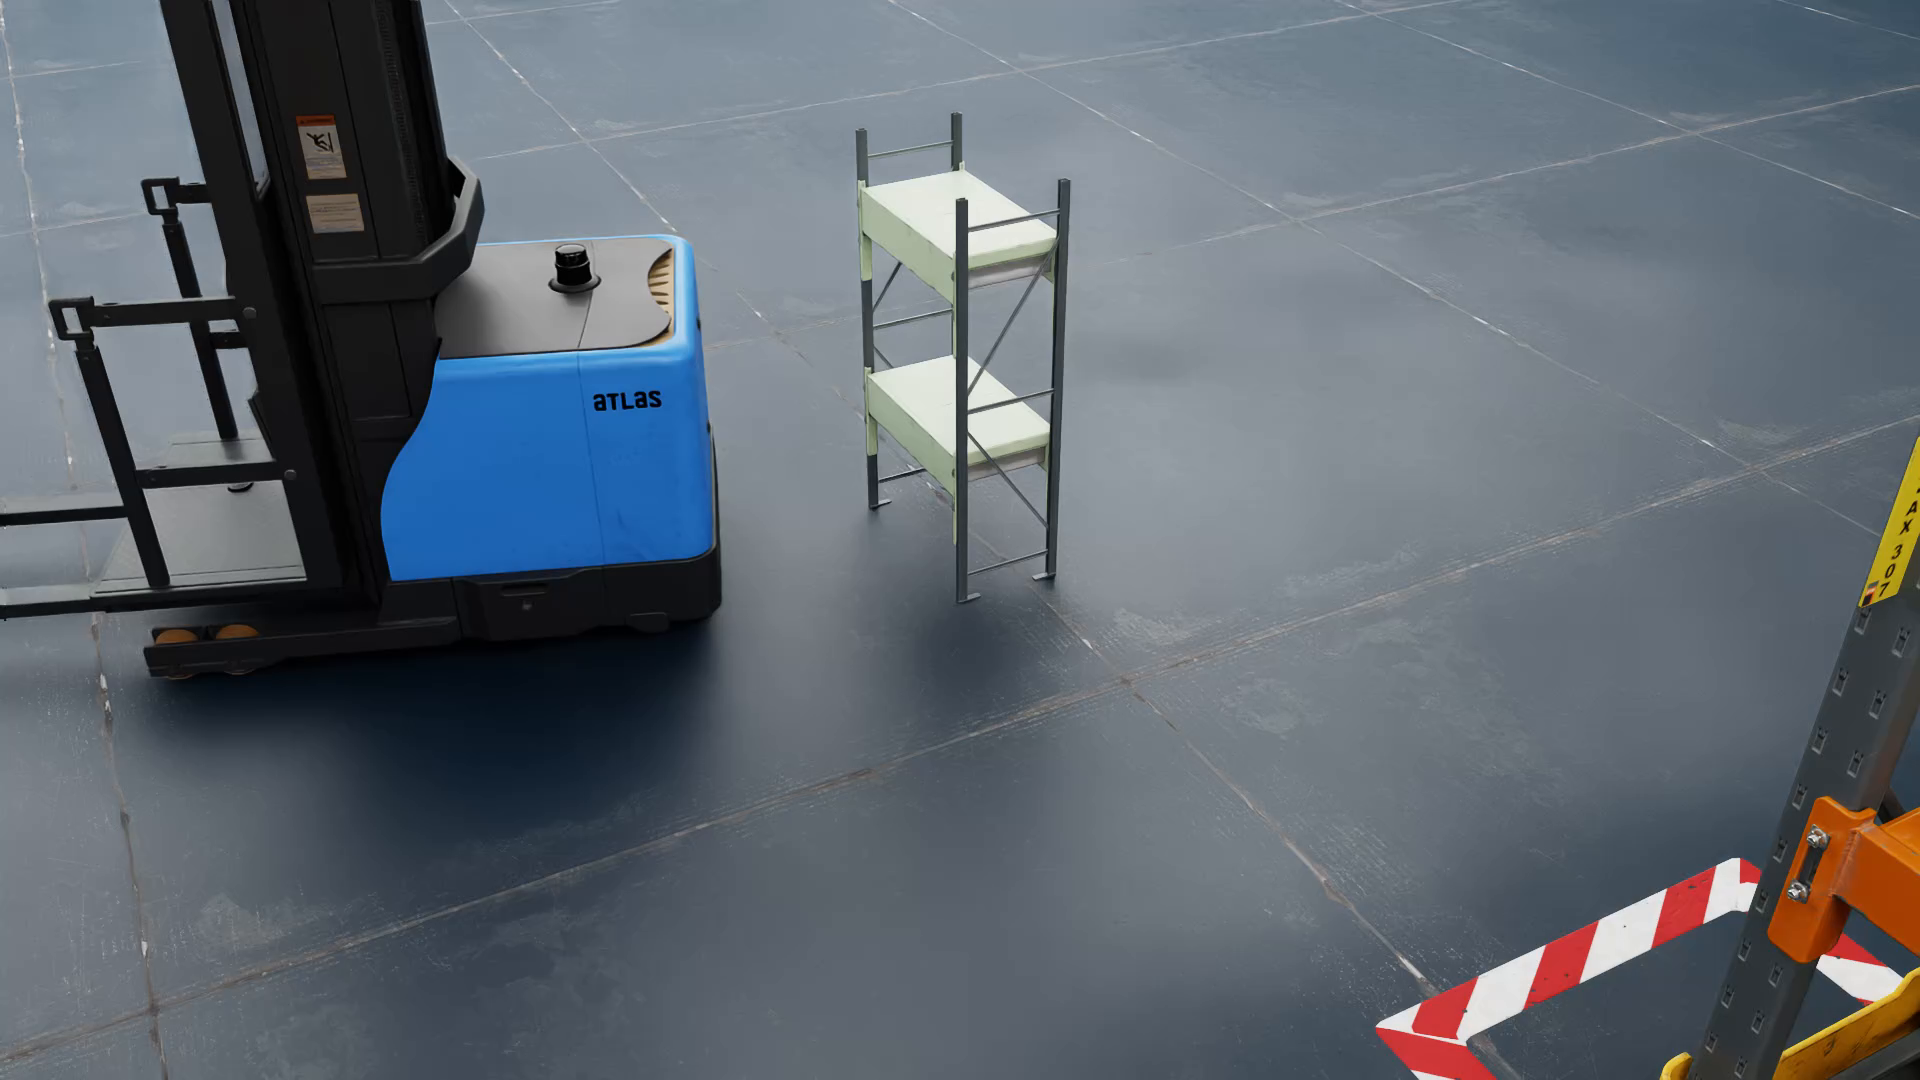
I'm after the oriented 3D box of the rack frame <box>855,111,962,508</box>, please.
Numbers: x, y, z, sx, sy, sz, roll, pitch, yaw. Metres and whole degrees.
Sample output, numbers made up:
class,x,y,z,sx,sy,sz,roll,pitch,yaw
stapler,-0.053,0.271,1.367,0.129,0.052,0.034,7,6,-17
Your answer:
class,x,y,z,sx,sy,sz,roll,pitch,yaw
rack frame,-0.174,-0.809,6.123,0.400,1.500,0.023,-16,36,-23

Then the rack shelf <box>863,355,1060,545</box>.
class,x,y,z,sx,sy,sz,roll,pitch,yaw
rack shelf,-0.003,-0.360,6.026,0.431,0.370,0.720,-16,36,-23

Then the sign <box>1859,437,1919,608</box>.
class,x,y,z,sx,sy,sz,roll,pitch,yaw
sign,1.553,-0.036,2.723,0.100,0.325,0.005,-16,36,-23

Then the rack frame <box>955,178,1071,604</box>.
class,x,y,z,sx,sy,sz,roll,pitch,yaw
rack frame,0.168,-0.460,5.578,0.400,1.500,0.023,-16,36,-23

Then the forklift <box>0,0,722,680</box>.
class,x,y,z,sx,sy,sz,roll,pitch,yaw
forklift,-2.387,-1.075,5.211,3.031,2.935,1.130,-4,33,-7

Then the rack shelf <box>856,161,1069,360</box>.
class,x,y,z,sx,sy,sz,roll,pitch,yaw
rack shelf,-0.003,-0.963,5.640,0.431,0.370,0.720,-16,36,-23

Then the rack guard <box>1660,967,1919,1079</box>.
class,x,y,z,sx,sy,sz,roll,pitch,yaw
rack guard,2.069,1.281,3.787,1.175,0.500,0.348,-16,36,-23

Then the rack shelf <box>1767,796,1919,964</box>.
class,x,y,z,sx,sy,sz,roll,pitch,yaw
rack shelf,2.966,1.449,1.874,1.077,0.370,4.000,-16,36,-23

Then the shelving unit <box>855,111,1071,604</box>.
class,x,y,z,sx,sy,sz,roll,pitch,yaw
shelving unit,-0.003,-0.635,5.850,0.431,1.500,0.755,-16,36,-23
